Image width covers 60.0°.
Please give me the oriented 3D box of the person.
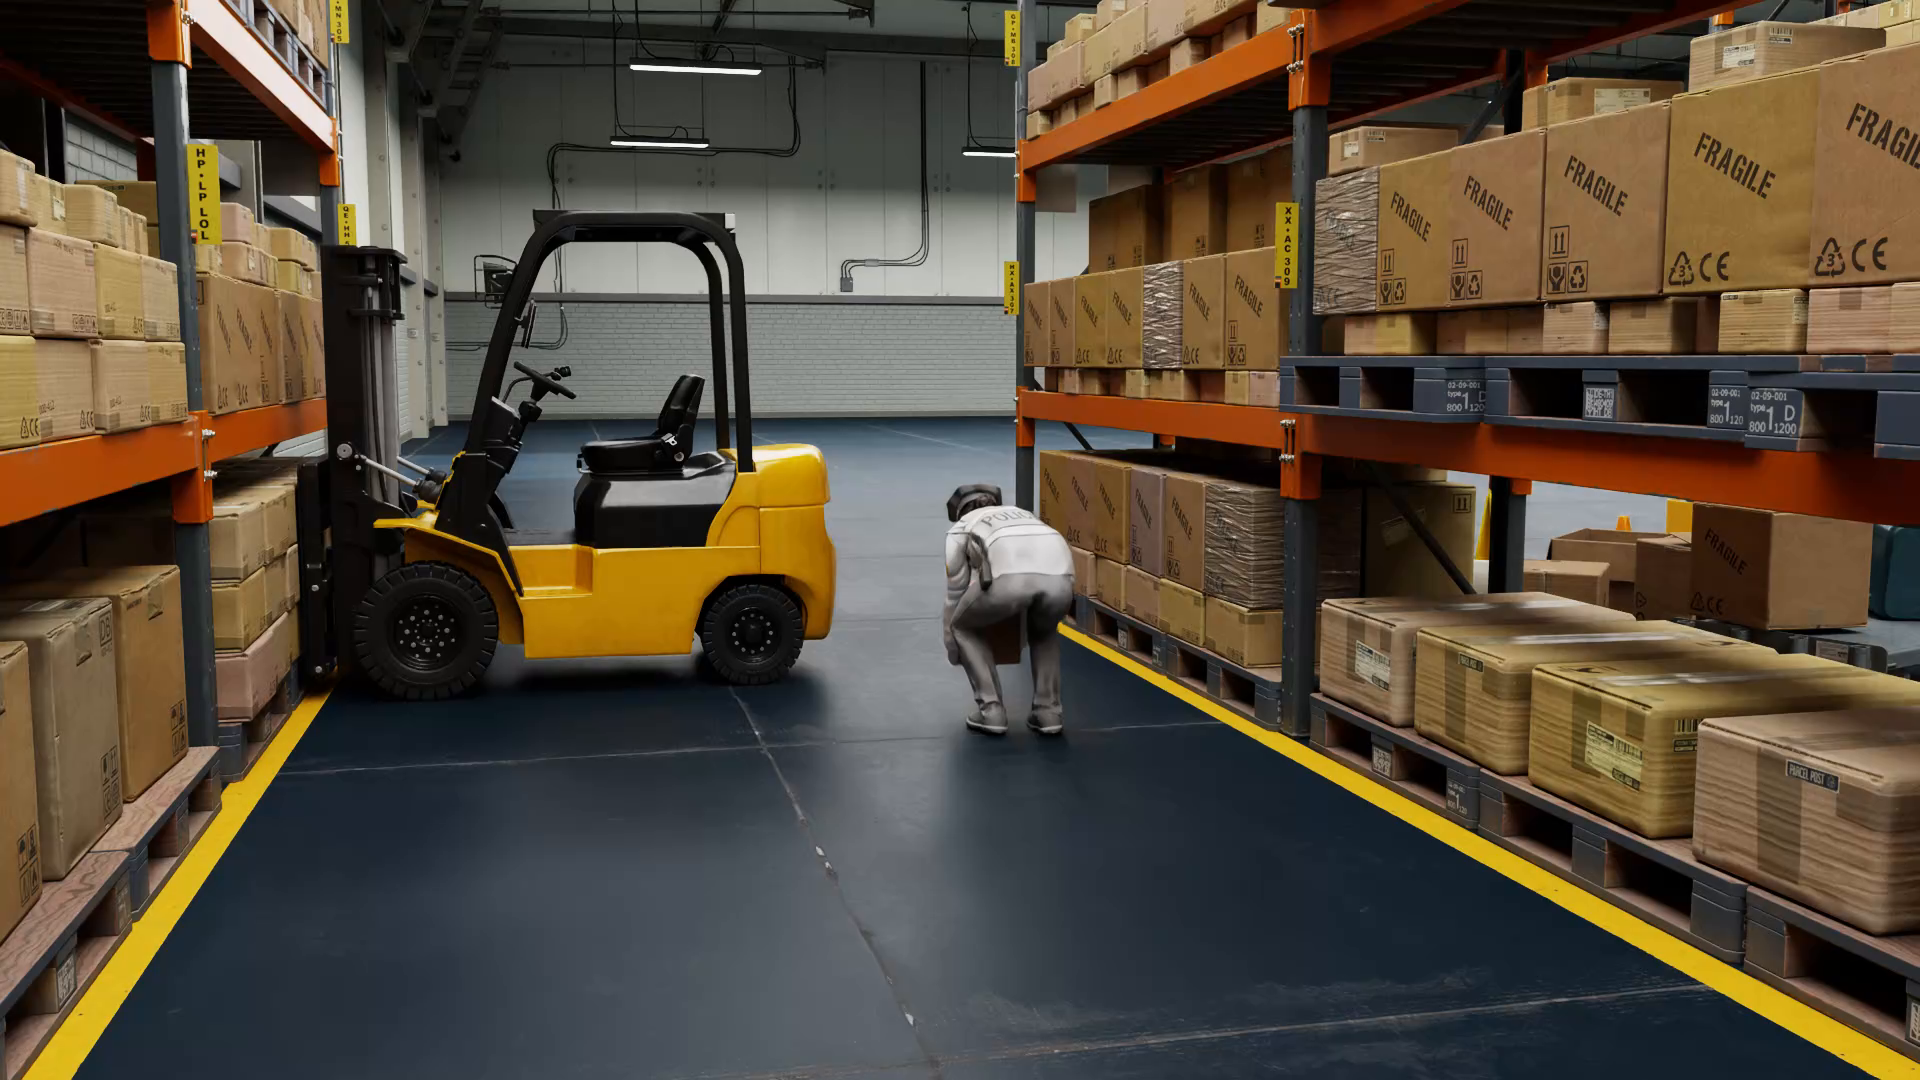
[{"bbox_3d":[0.184,0.275,6.841,0.456,0.979,0.912,-2,6,-16],"label":"person"}]
